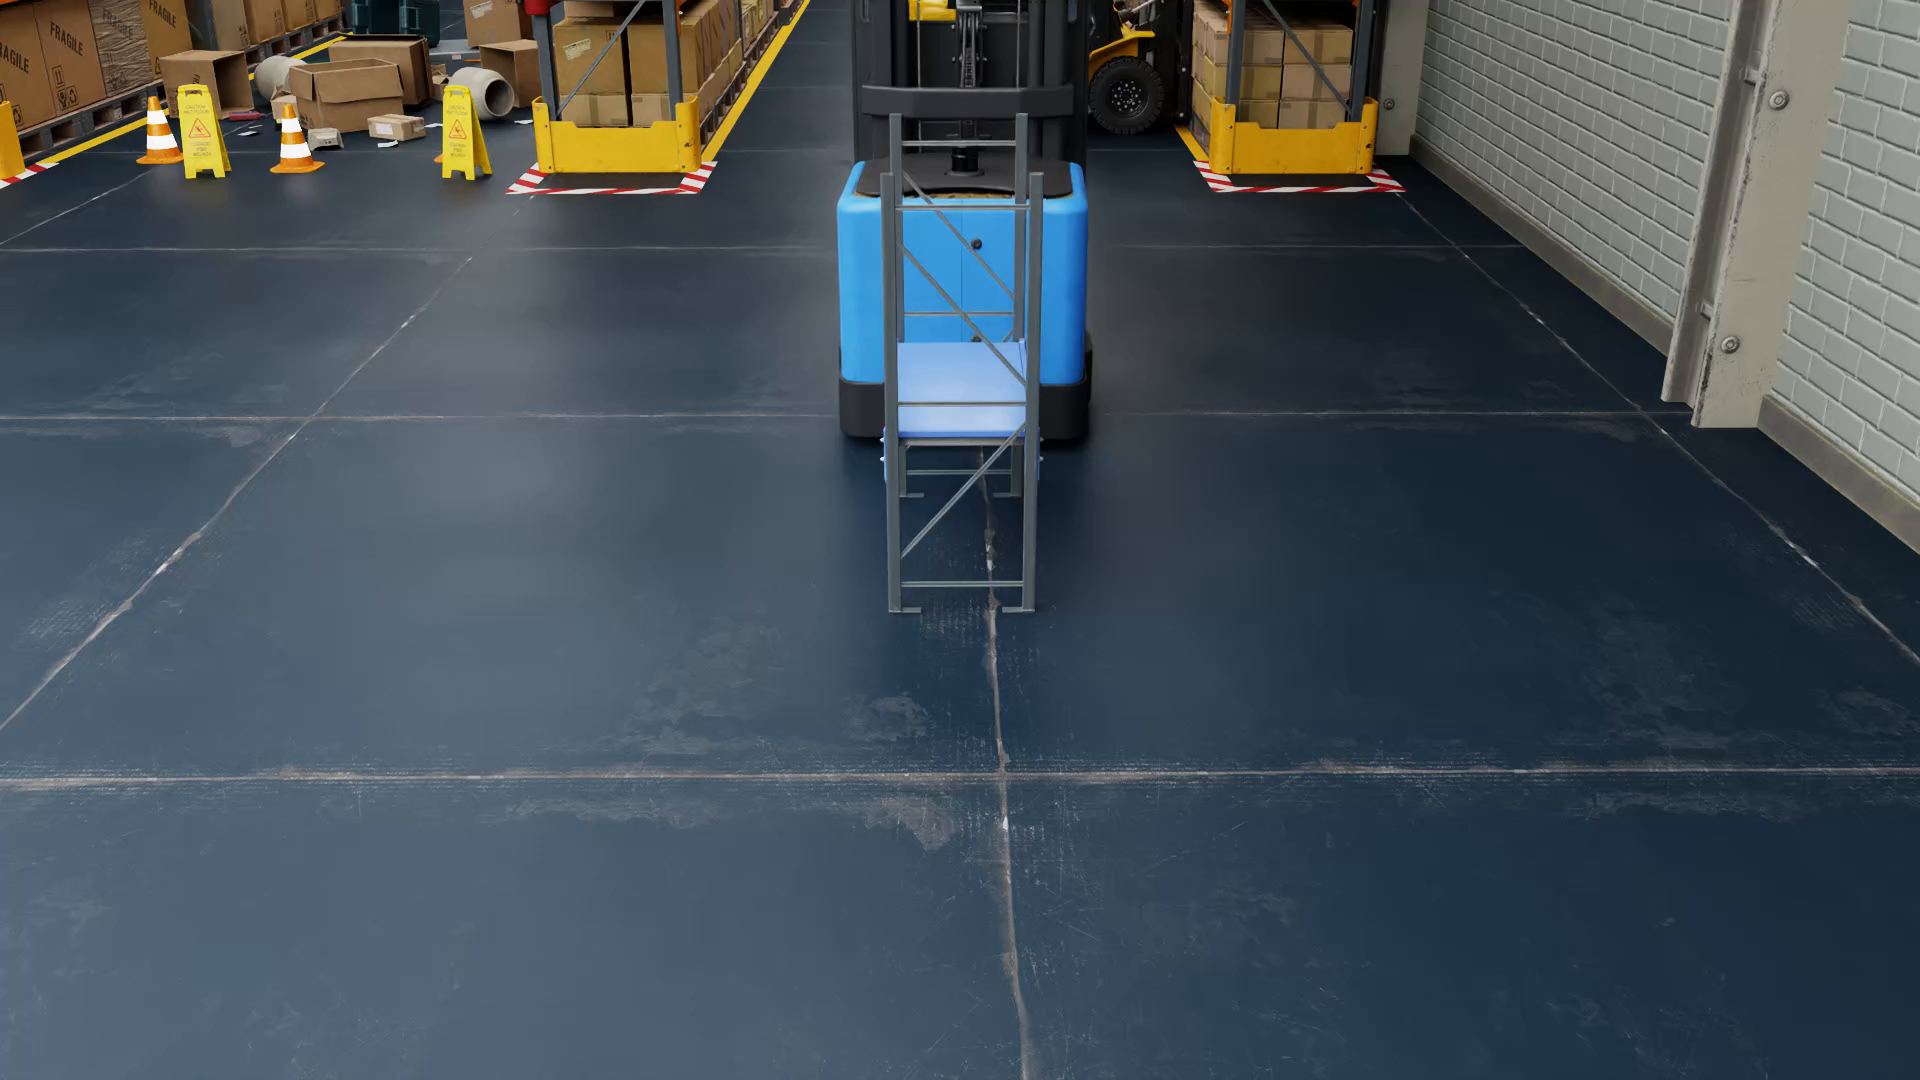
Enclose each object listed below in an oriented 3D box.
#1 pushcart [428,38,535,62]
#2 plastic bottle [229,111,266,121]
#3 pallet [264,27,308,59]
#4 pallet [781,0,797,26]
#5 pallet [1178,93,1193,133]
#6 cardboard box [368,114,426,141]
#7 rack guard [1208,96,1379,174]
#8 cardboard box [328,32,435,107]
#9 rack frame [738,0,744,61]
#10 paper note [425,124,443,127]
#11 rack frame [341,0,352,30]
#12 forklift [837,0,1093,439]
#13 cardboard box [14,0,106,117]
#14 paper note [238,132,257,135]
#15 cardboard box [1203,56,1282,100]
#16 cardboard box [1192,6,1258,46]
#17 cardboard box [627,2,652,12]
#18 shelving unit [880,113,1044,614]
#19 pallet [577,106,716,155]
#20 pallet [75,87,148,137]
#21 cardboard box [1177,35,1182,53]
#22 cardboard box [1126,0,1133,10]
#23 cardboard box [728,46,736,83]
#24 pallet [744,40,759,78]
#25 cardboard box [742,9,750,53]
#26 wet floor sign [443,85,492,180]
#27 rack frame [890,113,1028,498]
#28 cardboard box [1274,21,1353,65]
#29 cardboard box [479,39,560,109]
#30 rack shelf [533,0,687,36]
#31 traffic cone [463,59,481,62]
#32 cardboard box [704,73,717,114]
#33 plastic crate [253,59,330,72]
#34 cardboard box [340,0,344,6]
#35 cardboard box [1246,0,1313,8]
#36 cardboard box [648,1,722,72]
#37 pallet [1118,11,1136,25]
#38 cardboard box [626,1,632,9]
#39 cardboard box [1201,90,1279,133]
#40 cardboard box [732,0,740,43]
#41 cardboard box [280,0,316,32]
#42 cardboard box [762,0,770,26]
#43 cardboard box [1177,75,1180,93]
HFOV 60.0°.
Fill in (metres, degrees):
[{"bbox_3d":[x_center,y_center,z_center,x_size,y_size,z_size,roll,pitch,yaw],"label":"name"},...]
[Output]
[{"bbox_3d":[-4.843,-4.527,15.801,1.648,0.377,0.936,-9,26,-19],"label":"pushcart"},{"bbox_3d":[-6.070,-3.614,14.167,0.283,0.061,0.133,-9,26,-19],"label":"plastic bottle"},{"bbox_3d":[-7.612,-5.240,17.579,1.003,0.211,1.213,0,24,-1],"label":"pallet"},{"bbox_3d":[-2.541,-6.455,20.267,1.003,0.211,1.213,0,24,-1],"label":"pallet"},{"bbox_3d":[2.383,-3.674,14.117,1.003,0.211,1.213,0,24,-1],"label":"pallet"},{"bbox_3d":[-4.554,-3.336,13.446,0.380,0.149,0.250,13,27,27],"label":"cardboard box"},{"bbox_3d":[2.444,-2.979,12.231,1.175,0.500,0.348,0,24,-1],"label":"rack guard"},{"bbox_3d":[-5.089,-4.126,14.598,0.797,0.637,0.503,0,24,-1],"label":"cardboard box"},{"bbox_3d":[-2.564,-5.752,15.329,1.000,3.000,0.127,0,24,-1],"label":"rack frame"},{"bbox_3d":[-4.380,-3.477,13.916,0.148,0.019,0.142,8,26,18],"label":"paper note"},{"bbox_3d":[-7.556,-7.337,18.832,1.000,3.000,0.127,0,24,-1],"label":"rack frame"},{"bbox_3d":[0.056,-2.323,7.830,1.130,2.935,3.031,1,24,2],"label":"forklift"},{"bbox_3d":[-7.554,-3.905,13.313,0.875,0.875,0.875,-1,24,-1],"label":"cardboard box"},{"bbox_3d":[-5.788,-3.323,13.563,0.144,0.017,0.142,8,26,18],"label":"paper note"},{"bbox_3d":[2.125,-3.494,12.555,0.500,0.250,0.500,-1,24,-1],"label":"cardboard box"},{"bbox_3d":[2.100,-4.129,13.353,0.500,0.250,0.500,0,24,0],"label":"cardboard box"},{"bbox_3d":[-2.797,-4.136,13.673,0.500,0.500,0.500,-1,24,-2],"label":"cardboard box"},{"bbox_3d":[0.001,-0.648,5.863,0.538,1.500,1.048,0,24,-1],"label":"shelving unit"},{"bbox_3d":[-2.494,-3.200,13.069,1.003,0.211,1.213,0,24,-1],"label":"pallet"},{"bbox_3d":[-7.566,-3.600,13.954,1.003,0.211,1.213,0,24,-1],"label":"pallet"},{"bbox_3d":[2.102,-4.119,13.938,0.500,0.250,0.500,0,24,-1],"label":"cardboard box"},{"bbox_3d":[2.349,-6.277,18.860,0.875,0.625,0.625,1,24,1],"label":"cardboard box"},{"bbox_3d":[-2.273,-4.229,14.788,0.500,0.250,0.500,-1,24,-2],"label":"cardboard box"},{"bbox_3d":[-2.574,-4.803,16.613,1.003,0.211,1.213,0,24,-1],"label":"pallet"},{"bbox_3d":[-2.572,-4.963,16.262,0.950,0.372,0.625,0,24,0],"label":"cardboard box"},{"bbox_3d":[-3.588,-2.948,11.986,0.267,0.644,0.232,8,26,18],"label":"wet floor sign"},{"bbox_3d":[-0.005,-0.858,6.326,0.500,1.500,0.032,0,24,-1],"label":"rack frame"},{"bbox_3d":[2.627,-3.721,12.451,0.500,0.250,0.500,-1,24,-1],"label":"cardboard box"},{"bbox_3d":[-3.913,-4.167,14.854,0.500,0.500,0.500,19,30,35],"label":"cardboard box"},{"bbox_3d":[-2.542,-4.601,13.655,1.077,0.370,4.000,0,24,-1],"label":"rack shelf"},{"bbox_3d":[-4.980,-5.216,17.222,0.336,0.463,0.334,0,24,-1],"label":"traffic cone"},{"bbox_3d":[-2.250,-3.587,13.367,0.500,0.250,0.500,1,24,1],"label":"cardboard box"},{"bbox_3d":[-6.200,-4.368,15.610,0.450,0.188,0.662,3,22,31],"label":"plastic crate"},{"bbox_3d":[-7.309,-6.682,19.908,0.500,0.500,0.500,-1,24,-3],"label":"cardboard box"},{"bbox_3d":[2.625,-4.344,13.829,0.500,0.250,0.500,-1,24,-2],"label":"cardboard box"},{"bbox_3d":[-2.261,-4.150,13.703,0.500,0.500,0.500,0,24,0],"label":"cardboard box"},{"bbox_3d":[2.326,-5.815,18.850,1.003,0.211,1.213,0,24,-1],"label":"pallet"},{"bbox_3d":[-2.861,-4.372,13.407,0.380,0.149,0.250,1,24,2],"label":"cardboard box"},{"bbox_3d":[2.122,-3.259,12.642,0.500,0.250,0.500,0,24,0],"label":"cardboard box"},{"bbox_3d":[-2.289,-4.790,15.118,0.500,0.500,0.500,-1,24,-1],"label":"cardboard box"},{"bbox_3d":[-7.626,-5.892,17.857,1.050,0.750,0.750,0,24,0],"label":"cardboard box"},{"bbox_3d":[-2.595,-5.858,18.241,0.950,0.372,0.625,-1,24,-2],"label":"cardboard box"},{"bbox_3d":[2.102,-3.884,14.024,0.500,0.250,0.500,1,24,1],"label":"cardboard box"}]
